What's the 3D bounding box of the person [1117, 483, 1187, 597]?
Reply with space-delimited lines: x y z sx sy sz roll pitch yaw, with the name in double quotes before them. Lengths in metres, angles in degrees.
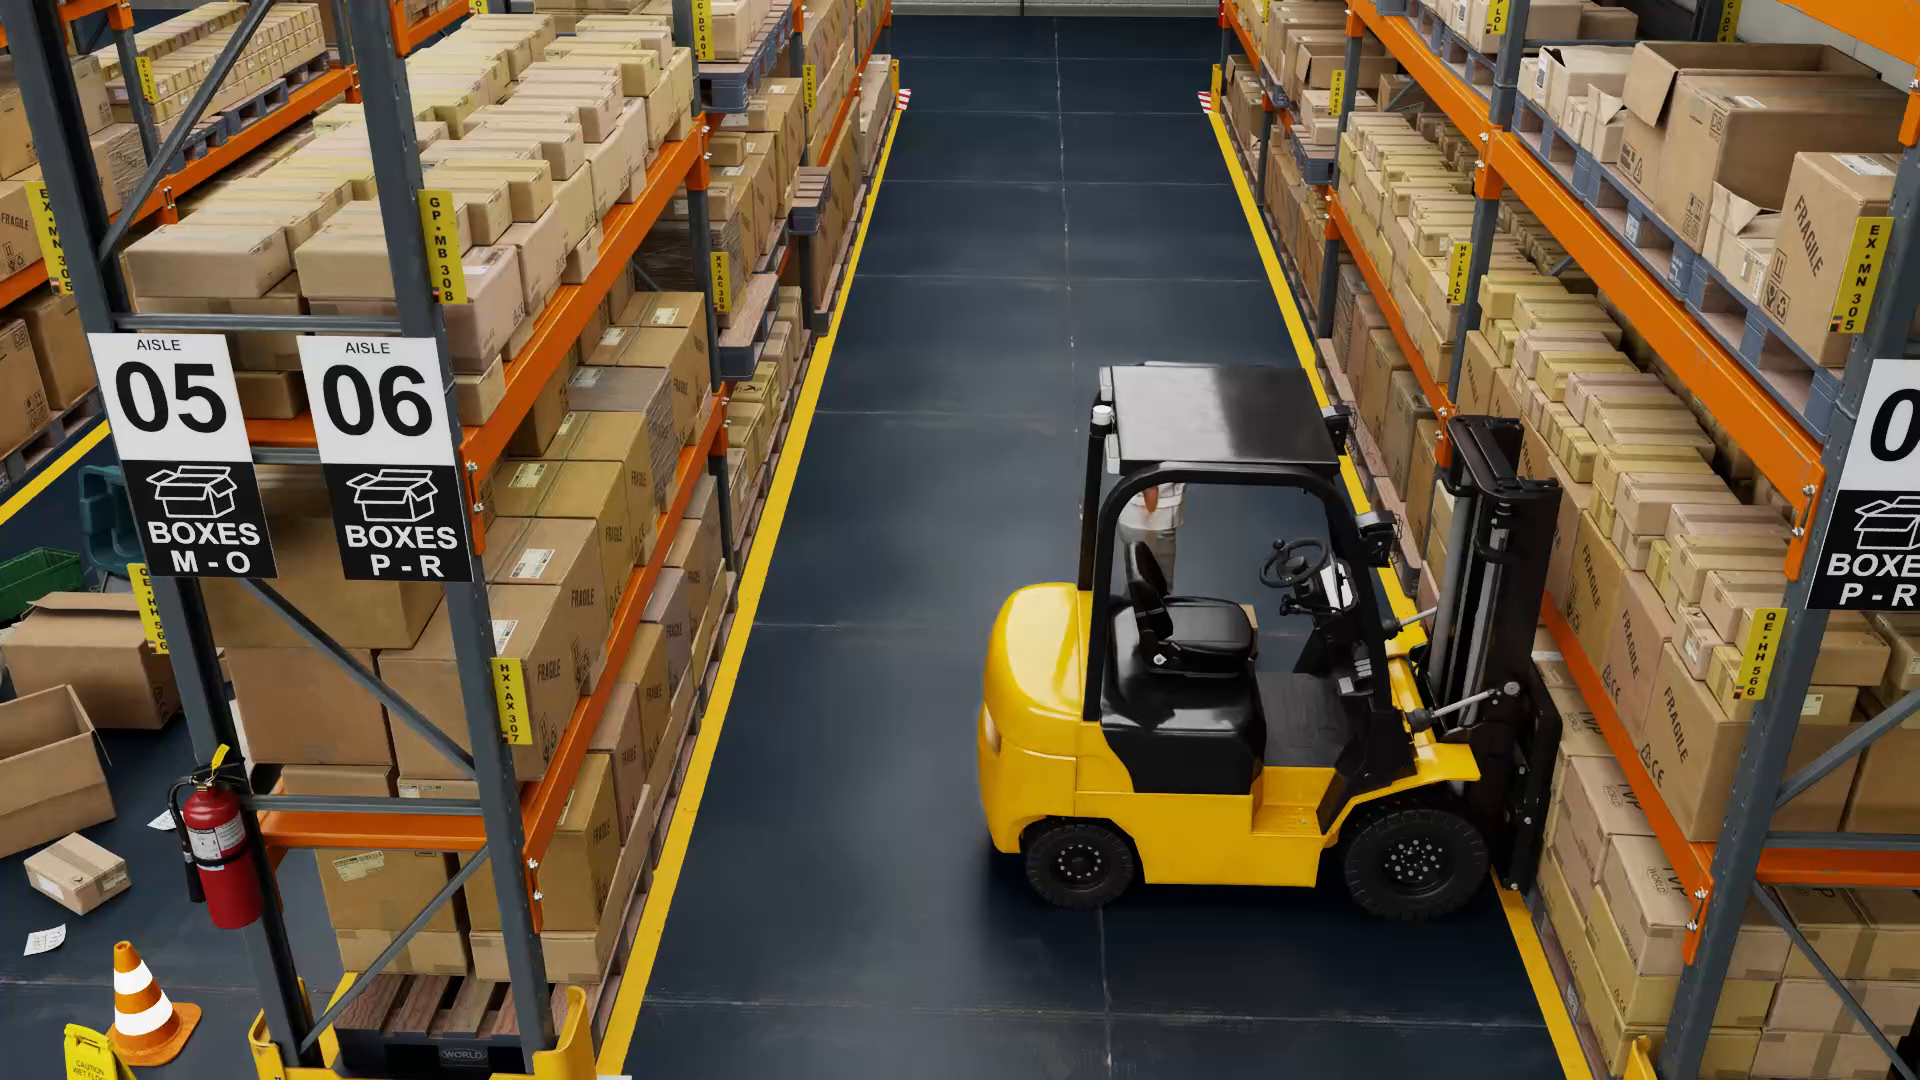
"person" 1.033 -0.105 8.839 0.357 1.652 0.475 2 28 3
